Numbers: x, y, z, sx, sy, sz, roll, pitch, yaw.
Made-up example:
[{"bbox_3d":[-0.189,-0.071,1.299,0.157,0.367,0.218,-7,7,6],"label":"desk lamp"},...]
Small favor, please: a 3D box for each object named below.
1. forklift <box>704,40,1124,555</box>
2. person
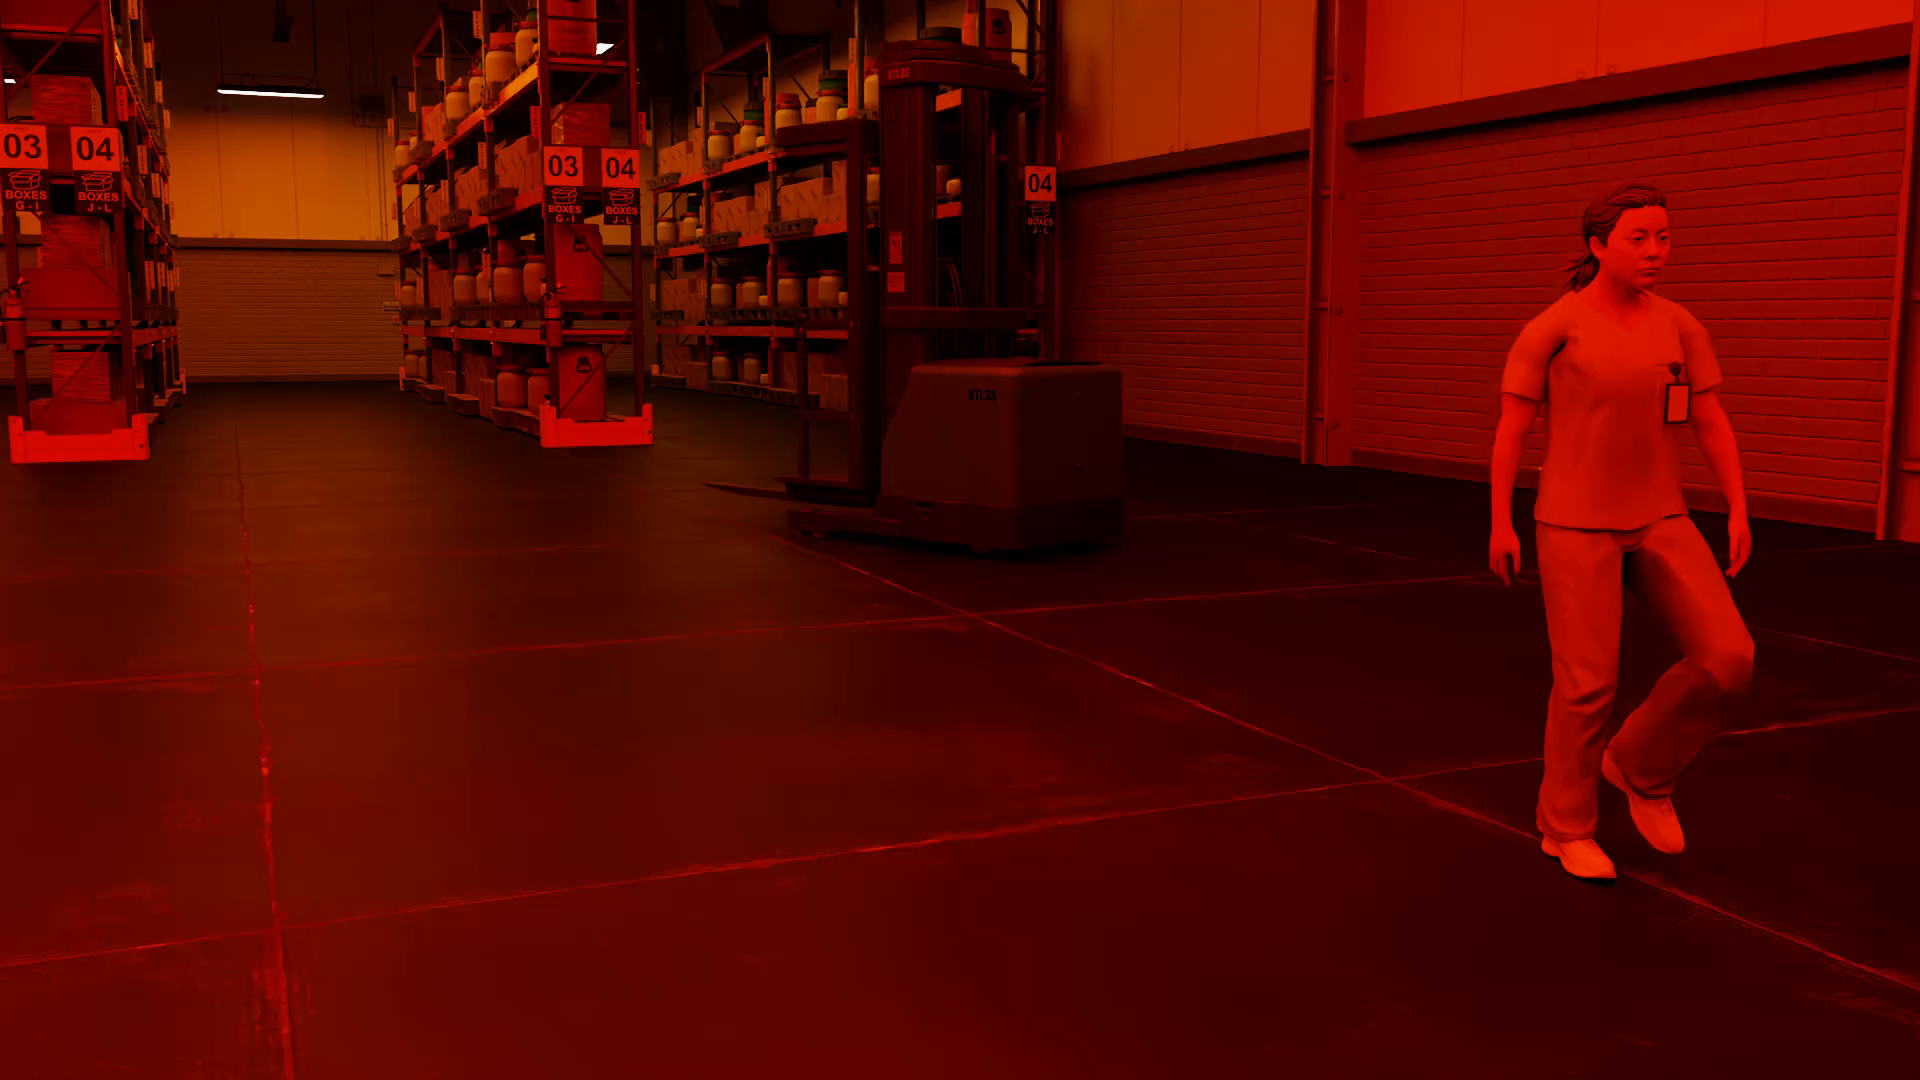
[{"bbox_3d":[-0.436,-1.509,10.383,3.031,2.935,1.130,7,10,44],"label":"forklift"},{"bbox_3d":[1.582,-0.016,3.952,0.587,1.655,0.459,-1,8,-7],"label":"person"}]
